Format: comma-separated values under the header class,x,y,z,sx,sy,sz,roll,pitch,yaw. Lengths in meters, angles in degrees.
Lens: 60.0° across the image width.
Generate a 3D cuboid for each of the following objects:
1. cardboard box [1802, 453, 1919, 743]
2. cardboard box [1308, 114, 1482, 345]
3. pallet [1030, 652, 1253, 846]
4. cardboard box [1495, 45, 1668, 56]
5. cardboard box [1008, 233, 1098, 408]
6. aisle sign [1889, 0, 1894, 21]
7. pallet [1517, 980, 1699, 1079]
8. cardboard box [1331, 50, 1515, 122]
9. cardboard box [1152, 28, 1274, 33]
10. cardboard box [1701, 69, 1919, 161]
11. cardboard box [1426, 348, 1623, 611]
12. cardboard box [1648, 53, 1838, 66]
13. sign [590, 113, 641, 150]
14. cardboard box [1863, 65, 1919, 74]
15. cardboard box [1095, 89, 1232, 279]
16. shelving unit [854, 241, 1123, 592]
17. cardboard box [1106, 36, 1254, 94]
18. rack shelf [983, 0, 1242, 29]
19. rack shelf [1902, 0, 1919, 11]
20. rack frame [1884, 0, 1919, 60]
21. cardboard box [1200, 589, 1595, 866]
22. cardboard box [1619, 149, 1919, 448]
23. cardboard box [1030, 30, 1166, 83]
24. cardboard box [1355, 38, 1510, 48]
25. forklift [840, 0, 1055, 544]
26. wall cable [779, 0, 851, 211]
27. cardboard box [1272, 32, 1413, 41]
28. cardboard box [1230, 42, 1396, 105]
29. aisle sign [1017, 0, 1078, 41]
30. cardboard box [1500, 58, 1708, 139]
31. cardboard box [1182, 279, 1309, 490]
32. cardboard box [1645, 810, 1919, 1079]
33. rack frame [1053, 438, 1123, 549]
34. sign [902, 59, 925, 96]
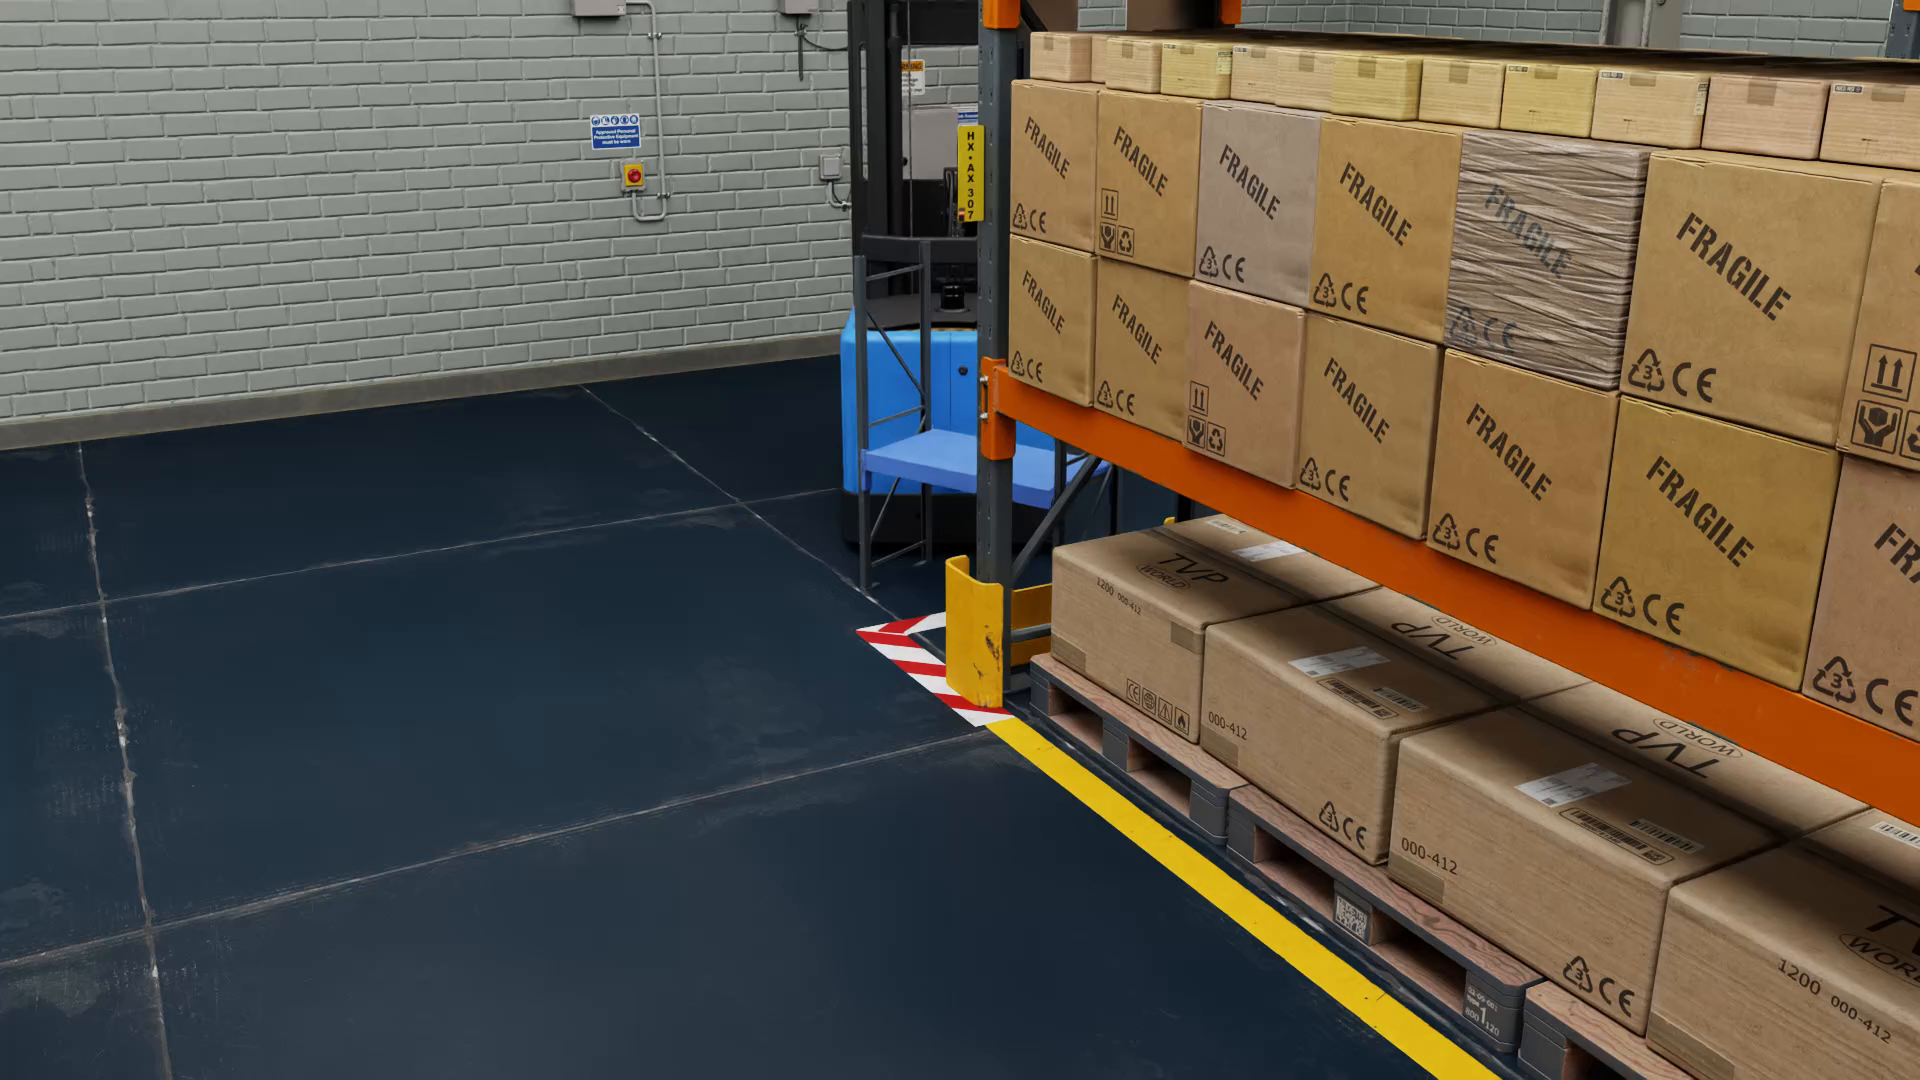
class,x,y,z,sx,sy,sz,roll,pitch,yaw
cardboard box,1.983,0.102,3.083,0.500,0.500,0.500,-10,21,-26
cardboard box,1.247,-0.806,4.183,0.500,0.500,0.500,-10,21,-26
pallet,0.978,0.631,5.980,1.003,0.211,1.213,-10,21,-27
cardboard box,1.638,-1.223,4.398,0.380,0.149,0.250,-9,21,-25
cardboard box,0.504,-0.770,5.611,0.500,0.500,0.500,-10,21,-27
aisle sign,4.605,-2.878,7.888,0.394,0.787,0.004,-10,21,-27
pallet,2.136,1.331,3.950,1.003,0.211,1.213,-10,21,-27
cardboard box,1.153,-1.135,4.142,0.380,0.149,0.250,-11,22,-28
cardboard box,0.876,-1.660,5.662,0.380,0.149,0.250,-10,21,-26
cardboard box,1.727,-0.858,3.338,0.380,0.149,0.250,-10,21,-27
cardboard box,1.483,-0.186,3.920,0.500,0.500,0.500,-10,22,-27
cardboard box,1.856,-1.073,3.962,0.380,0.149,0.250,-10,21,-27
sign,-2.240,-2.658,10.821,0.327,0.218,0.001,-10,21,-27
cardboard box,2.149,-0.933,3.556,0.380,0.149,0.250,-10,21,-27
cardboard box,0.758,-1.096,5.022,0.500,0.500,0.500,-11,22,-28
shelving unit,0.124,-0.449,7.133,1.048,1.500,0.538,13,23,34
cardboard box,0.664,-1.430,4.997,0.380,0.149,0.250,-9,21,-25
rack shelf,1.479,-1.409,4.120,1.077,0.370,4.000,-10,21,-27
rack shelf,5.845,-2.179,6.351,1.077,0.370,4.000,-10,21,-27
rack frame,4.896,-1.675,8.387,1.000,3.000,0.127,-10,21,-27
cardboard box,1.373,0.543,5.243,0.875,0.438,0.875,-9,21,-25
cardboard box,1.728,-0.516,3.343,0.500,0.500,0.500,-10,22,-27
cardboard box,0.454,-1.587,5.451,0.380,0.149,0.250,-9,21,-26
cardboard box,1.359,-1.365,4.807,0.380,0.149,0.250,-10,22,-27
forklift,-0.014,-1.796,8.842,1.130,2.935,3.031,0,19,1
wall cable,-0.926,-3.223,11.317,0.588,1.984,0.122,-10,21,-27
cardboard box,1.214,-1.529,5.284,0.380,0.149,0.250,-10,22,-27
cardboard box,0.976,-1.290,4.591,0.380,0.149,0.250,-10,21,-26
aisle sign,0.240,-2.110,5.661,0.394,0.787,0.004,-10,21,-27
cardboard box,1.451,-0.999,3.748,0.380,0.149,0.250,-10,22,-28
cardboard box,0.995,-0.480,4.771,0.500,0.500,0.500,-10,21,-27
cardboard box,2.225,1.059,3.748,0.875,0.438,0.875,-10,22,-27
rack frame,0.536,-0.352,6.853,0.032,1.500,0.500,13,23,34
sign,-0.398,-3.245,11.670,0.339,0.242,0.001,-10,21,-27
